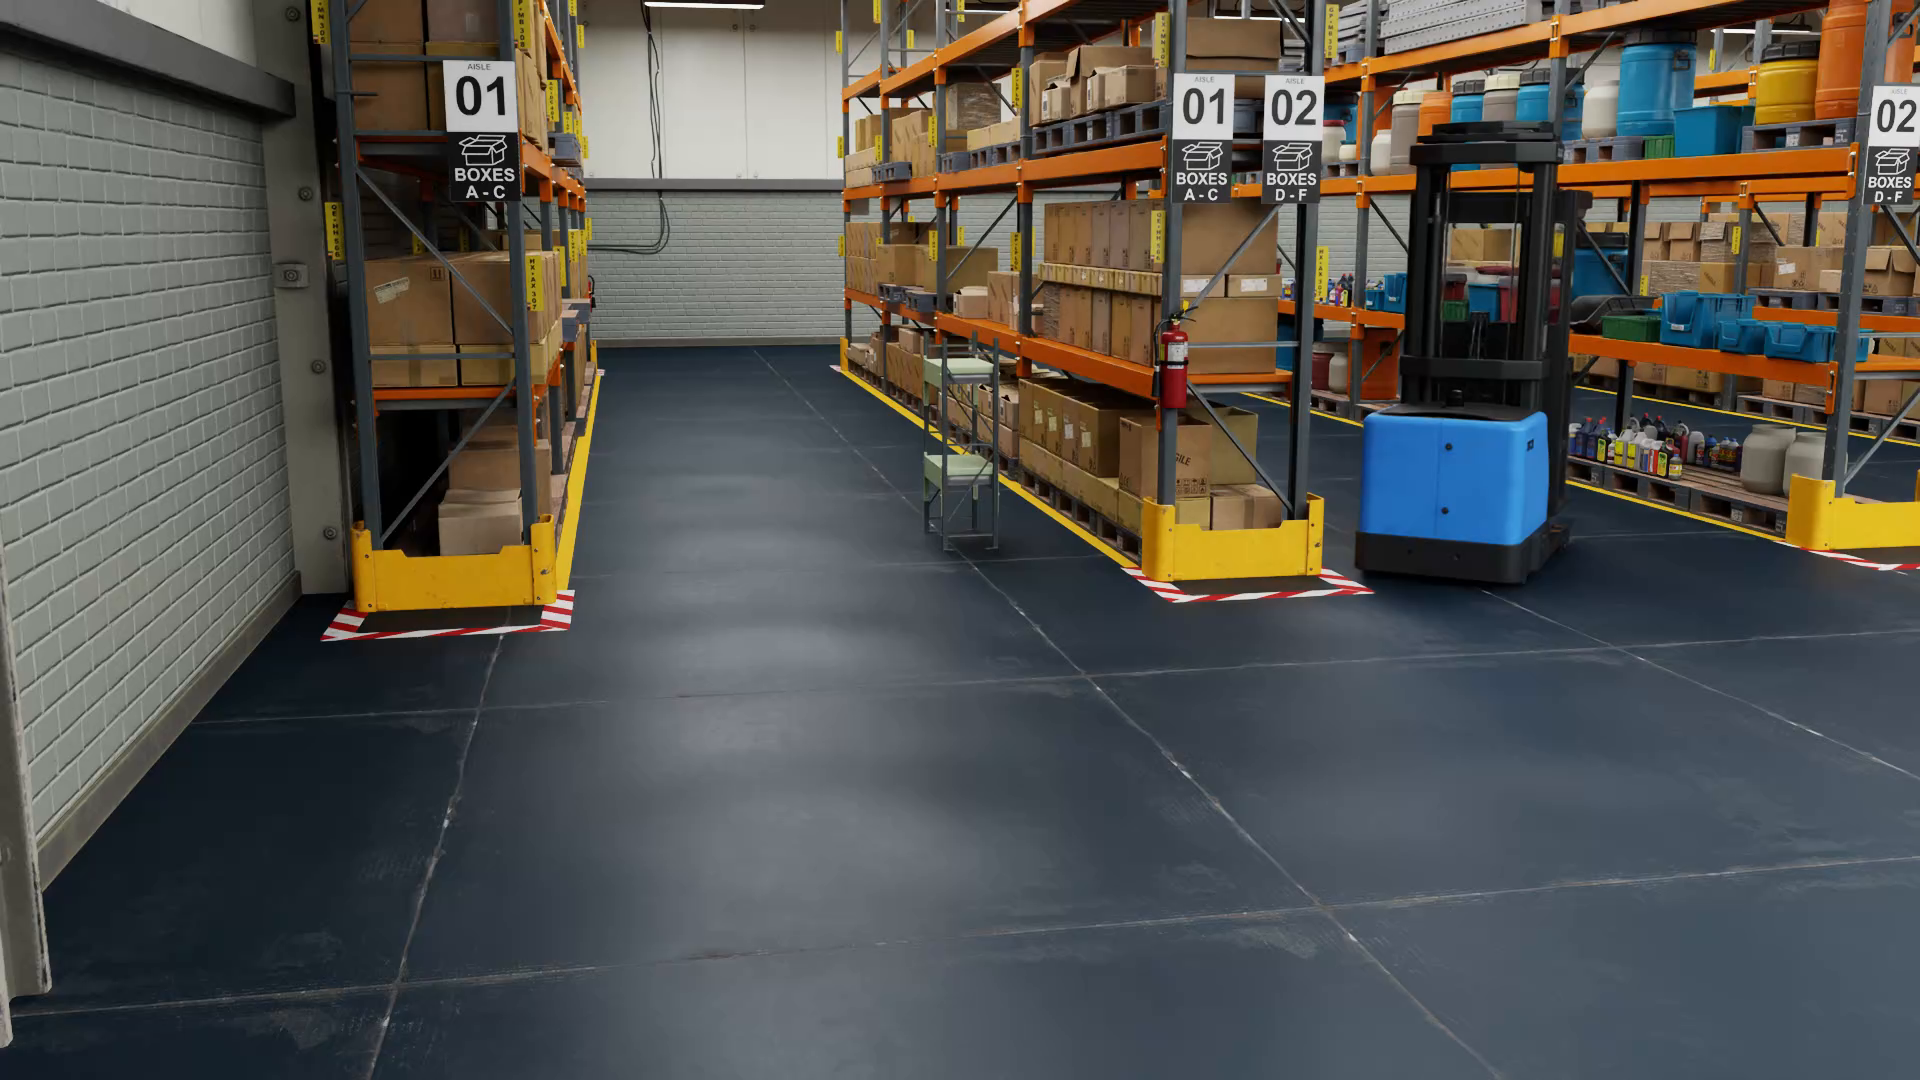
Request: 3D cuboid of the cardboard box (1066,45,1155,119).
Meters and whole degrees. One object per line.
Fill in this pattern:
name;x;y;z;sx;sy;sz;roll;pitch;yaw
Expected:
cardboard box;1.216;-3.486;12.692;0.797;0.503;0.637;-1;11;-5

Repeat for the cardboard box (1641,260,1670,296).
cardboard box;9.327;-3.497;22.279;0.500;0.500;0.500;-2;11;-10

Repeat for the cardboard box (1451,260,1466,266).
cardboard box;8.340;-4.433;27.070;0.500;0.250;0.500;-2;11;-12

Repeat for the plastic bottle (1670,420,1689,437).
plastic bottle;6.387;-0.885;14.733;0.144;0.351;0.185;-2;11;-11

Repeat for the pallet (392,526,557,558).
pallet;-3.199;0.127;10.964;1.003;0.211;1.213;-2;11;-11

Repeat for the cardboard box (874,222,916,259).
cardboard box;-0.889;-4.084;22.689;0.500;0.500;0.500;-2;11;-11

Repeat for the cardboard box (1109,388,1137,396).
cardboard box;1.511;-0.956;13.423;0.500;0.500;0.500;-2;11;-11

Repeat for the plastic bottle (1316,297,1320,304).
plastic bottle;4.460;-3.021;20.575;0.097;0.201;0.097;0;11;0

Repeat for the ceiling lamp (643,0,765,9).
ceiling lamp;-4.217;-10.412;27.221;2.000;3.185;0.800;-2;11;-11

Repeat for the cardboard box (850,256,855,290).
cardboard box;-1.381;-4.058;25.225;0.500;0.500;0.500;-2;11;-12

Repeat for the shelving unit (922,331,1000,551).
shelving unit;0.001;-0.736;12.050;0.431;1.500;0.755;-2;11;-11

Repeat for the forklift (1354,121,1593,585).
forklift;3.725;-1.387;11.644;1.130;2.935;3.031;6;12;28

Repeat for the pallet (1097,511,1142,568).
pallet;1.608;-0.028;11.780;1.003;0.211;1.213;-2;11;-11

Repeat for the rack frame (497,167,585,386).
rack frame;-5.395;-3.279;21.404;1.000;3.000;0.127;-2;11;-11

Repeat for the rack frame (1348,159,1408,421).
rack frame;5.101;-2.906;19.442;1.000;3.000;0.127;-2;11;-11

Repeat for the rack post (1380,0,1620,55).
rack post;5.412;-5.576;16.889;1.013;1.000;3.121;-2;11;-11

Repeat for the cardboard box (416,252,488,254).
cardboard box;-3.855;-1.928;12.645;0.500;0.500;0.500;-2;11;-11

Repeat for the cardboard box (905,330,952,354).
cardboard box;-0.389;-2.444;20.517;0.500;0.250;0.500;-2;11;-12

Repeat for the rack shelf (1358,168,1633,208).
rack shelf;5.490;-3.659;17.302;1.077;0.370;4.000;-2;11;-11

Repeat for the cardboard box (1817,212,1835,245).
cardboard box;13.604;-4.839;25.861;0.500;0.500;0.500;-2;11;-13

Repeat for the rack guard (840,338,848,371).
rack guard;-1.300;-2.952;26.369;1.175;0.500;0.348;-2;11;-11

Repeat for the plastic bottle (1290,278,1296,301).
plastic bottle;4.330;-3.239;21.325;0.144;0.351;0.185;-2;11;-11

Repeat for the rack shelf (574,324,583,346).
rack shelf;-5.006;-2.559;19.544;1.077;0.370;4.000;-2;11;-11

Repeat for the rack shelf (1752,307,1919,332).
rack shelf;10.348;-2.366;18.529;1.077;0.370;4.000;-2;11;-11

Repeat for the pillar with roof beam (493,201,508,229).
pillar with roof beam;-3.324;-7.580;27.956;9.100;9.000;0.548;-2;11;-11

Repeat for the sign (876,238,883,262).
sign;-1.067;-3.864;22.162;0.100;0.325;0.005;-2;11;-11

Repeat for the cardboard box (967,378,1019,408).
cardboard box;0.363;-1.467;16.613;0.500;0.311;0.500;-2;11;-12

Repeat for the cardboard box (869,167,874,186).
cardboard box;-0.979;-5.032;22.989;0.500;0.250;0.500;-2;11;-11

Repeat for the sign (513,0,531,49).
sign;-2.529;-3.001;9.582;0.100;0.325;0.005;-2;11;-11

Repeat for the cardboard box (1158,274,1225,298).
cardboard box;1.536;-1.690;11.053;0.380;0.149;0.250;-2;11;-12

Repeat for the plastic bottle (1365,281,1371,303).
plastic bottle;5.159;-3.126;20.941;0.097;0.271;0.097;0;11;0

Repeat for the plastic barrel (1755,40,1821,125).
plastic barrel;6.311;-3.416;12.470;0.600;0.588;0.600;0;11;0

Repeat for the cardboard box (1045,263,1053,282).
cardboard box;0.931;-2.258;14.037;0.380;0.149;0.250;-2;11;-10

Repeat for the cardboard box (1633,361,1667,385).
cardboard box;9.680;-2.540;22.078;1.225;0.875;0.875;-2;11;-11

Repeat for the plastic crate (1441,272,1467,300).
plastic crate;5.115;-2.630;17.821;0.402;0.464;0.583;-2;11;-11

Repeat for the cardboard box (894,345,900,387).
cardboard box;-0.567;-2.253;21.522;0.500;0.500;0.500;-2;11;-10

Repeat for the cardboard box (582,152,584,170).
cardboard box;-5.770;-5.544;24.288;0.500;0.250;0.500;-2;11;-9

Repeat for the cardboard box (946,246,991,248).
cardboard box;0.018;-3.268;19.954;0.700;0.500;0.500;0;11;0

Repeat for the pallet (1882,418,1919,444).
pallet;10.585;-1.125;17.545;1.003;0.211;1.213;-2;11;-11

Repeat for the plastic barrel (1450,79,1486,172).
plastic barrel;5.313;-4.218;16.970;0.600;0.901;0.708;-2;11;-11

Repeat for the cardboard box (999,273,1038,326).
cardboard box;0.686;-2.372;16.369;0.500;0.500;0.500;-2;11;-11

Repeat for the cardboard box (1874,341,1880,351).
cardboard box;14.310;-3.012;25.703;0.380;0.149;0.250;-2;11;-8

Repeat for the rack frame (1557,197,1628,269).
rack frame;9.181;-3.820;24.243;1.000;3.000;0.127;-2;11;-11

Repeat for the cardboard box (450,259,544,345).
cardboard box;-2.859;-1.482;10.300;0.500;0.500;0.500;-2;11;-11

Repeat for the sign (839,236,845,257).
sign;-1.847;-4.599;26.024;0.100;0.325;0.005;-2;11;-11

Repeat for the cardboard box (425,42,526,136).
cardboard box;-2.881;-2.681;9.919;0.500;0.500;0.500;-2;11;-10

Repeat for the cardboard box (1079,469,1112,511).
cardboard box;1.195;-0.385;12.430;0.500;0.250;0.500;-2;11;-11

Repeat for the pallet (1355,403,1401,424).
pallet;5.214;-1.393;18.949;1.003;0.211;1.213;-2;11;-11

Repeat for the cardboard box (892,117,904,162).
cardboard box;-0.511;-5.143;21.516;0.600;0.600;0.600;-3;11;-16

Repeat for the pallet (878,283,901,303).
pallet;-0.488;-3.215;21.581;1.003;0.211;1.213;-2;11;-11

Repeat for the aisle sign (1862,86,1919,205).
aisle sign;6.380;-2.692;11.364;0.394;0.787;0.004;-2;11;-11

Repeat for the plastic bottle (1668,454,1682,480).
plastic bottle;5.870;-0.601;13.640;0.097;0.201;0.097;0;11;0

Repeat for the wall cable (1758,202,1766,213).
wall cable;17.005;-6.462;35.322;0.585;1.953;0.123;-2;11;-11
